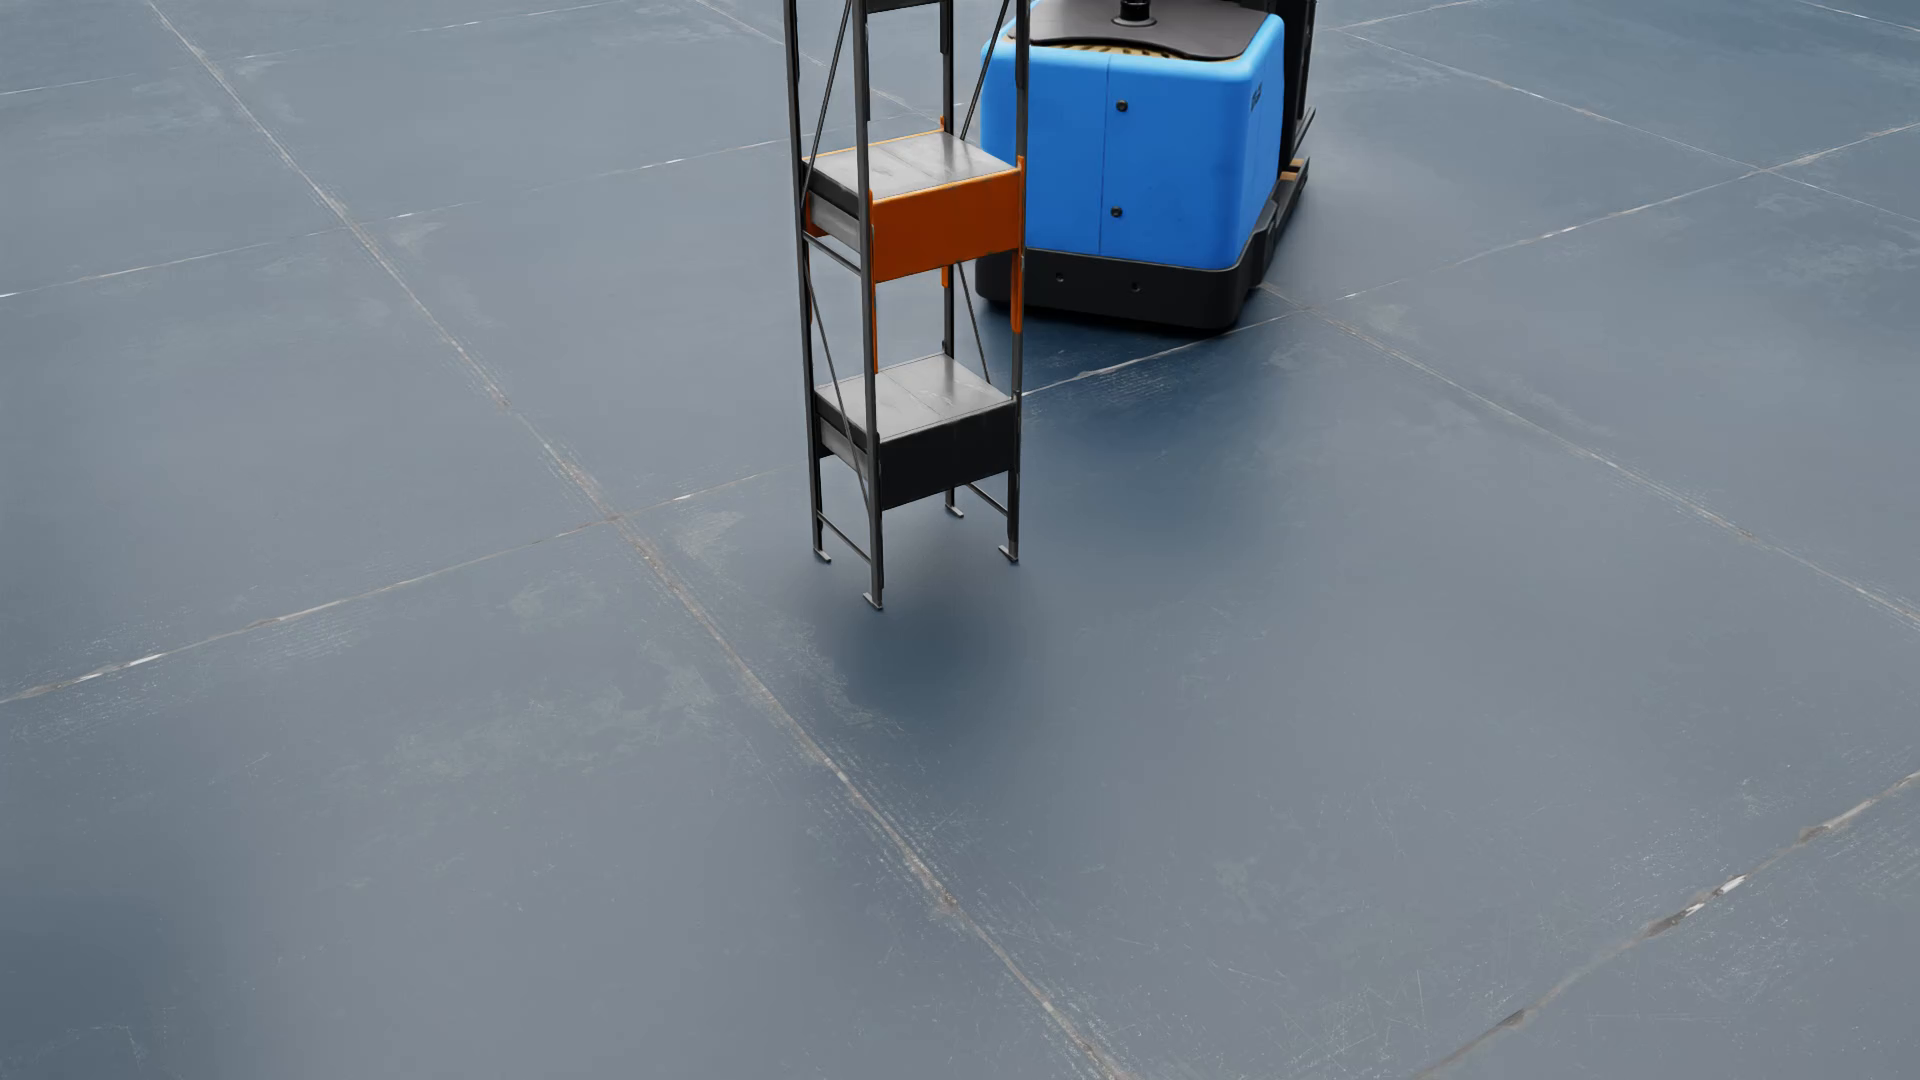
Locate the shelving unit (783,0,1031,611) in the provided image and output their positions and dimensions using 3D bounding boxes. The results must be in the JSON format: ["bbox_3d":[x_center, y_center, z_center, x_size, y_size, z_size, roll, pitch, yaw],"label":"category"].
[{"bbox_3d":[-0.139,-0.840,4.614,0.503,2.100,0.431,-19,37,-27],"label":"shelving unit"}]

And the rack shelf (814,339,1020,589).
[{"bbox_3d":[-0.139,-0.237,4.995,0.480,0.518,0.431,-19,37,-27],"label":"rack shelf"}]

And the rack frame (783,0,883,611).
[{"bbox_3d":[-0.344,-0.770,4.502,0.015,2.100,0.400,-19,37,-27],"label":"rack frame"}]

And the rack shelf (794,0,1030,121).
[{"bbox_3d":[-0.139,-1.421,4.248,0.480,0.518,0.431,-19,37,-27],"label":"rack shelf"}]

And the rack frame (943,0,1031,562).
[{"bbox_3d":[0.066,-0.911,4.726,0.015,2.100,0.400,-19,37,-27],"label":"rack frame"}]

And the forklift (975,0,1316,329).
[{"bbox_3d":[1.010,-2.830,6.989,1.130,2.935,3.031,10,34,15],"label":"forklift"}]

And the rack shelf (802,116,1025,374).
[{"bbox_3d":[-0.139,-0.829,4.621,0.480,0.518,0.431,-19,37,-27],"label":"rack shelf"}]
